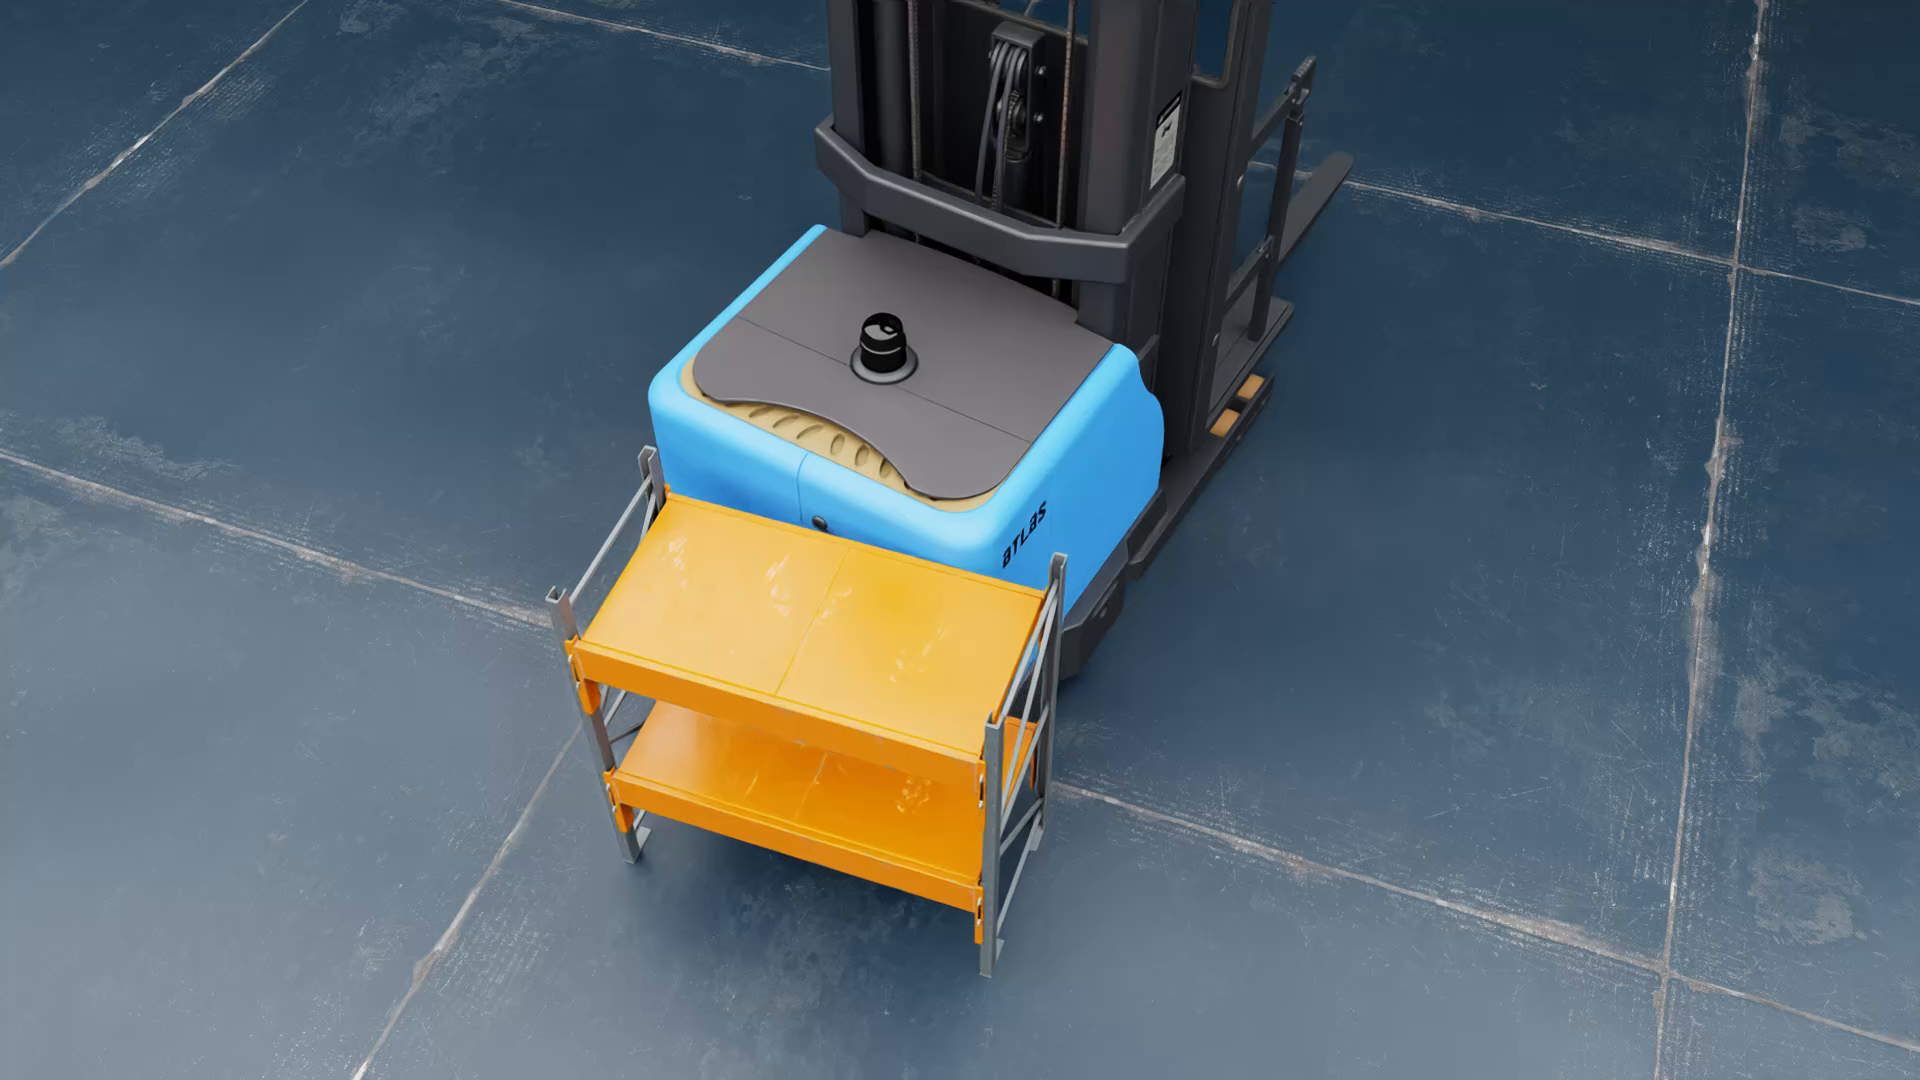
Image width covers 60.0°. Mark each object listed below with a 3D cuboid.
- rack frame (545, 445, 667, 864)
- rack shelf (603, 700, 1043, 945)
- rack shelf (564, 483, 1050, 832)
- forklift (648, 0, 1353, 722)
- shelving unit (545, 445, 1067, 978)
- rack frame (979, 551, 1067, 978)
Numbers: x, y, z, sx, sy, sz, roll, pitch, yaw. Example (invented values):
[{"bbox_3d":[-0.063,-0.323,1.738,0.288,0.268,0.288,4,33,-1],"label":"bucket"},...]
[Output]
[{"bbox_3d":[-0.815,0.325,4.224,0.032,1.125,0.500,15,51,12],"label":"rack frame"},{"bbox_3d":[-0.335,0.611,4.300,1.000,0.278,0.538,15,51,12],"label":"rack shelf"},{"bbox_3d":[-0.335,0.259,3.894,1.000,0.278,0.538,15,51,12],"label":"rack shelf"},{"bbox_3d":[0.392,-1.402,4.526,1.130,2.935,3.031,25,54,20],"label":"forklift"},{"bbox_3d":[-0.335,0.451,4.115,1.048,1.125,0.538,15,51,12],"label":"shelving unit"},{"bbox_3d":[0.146,0.576,4.007,0.032,1.125,0.500,15,51,12],"label":"rack frame"}]
